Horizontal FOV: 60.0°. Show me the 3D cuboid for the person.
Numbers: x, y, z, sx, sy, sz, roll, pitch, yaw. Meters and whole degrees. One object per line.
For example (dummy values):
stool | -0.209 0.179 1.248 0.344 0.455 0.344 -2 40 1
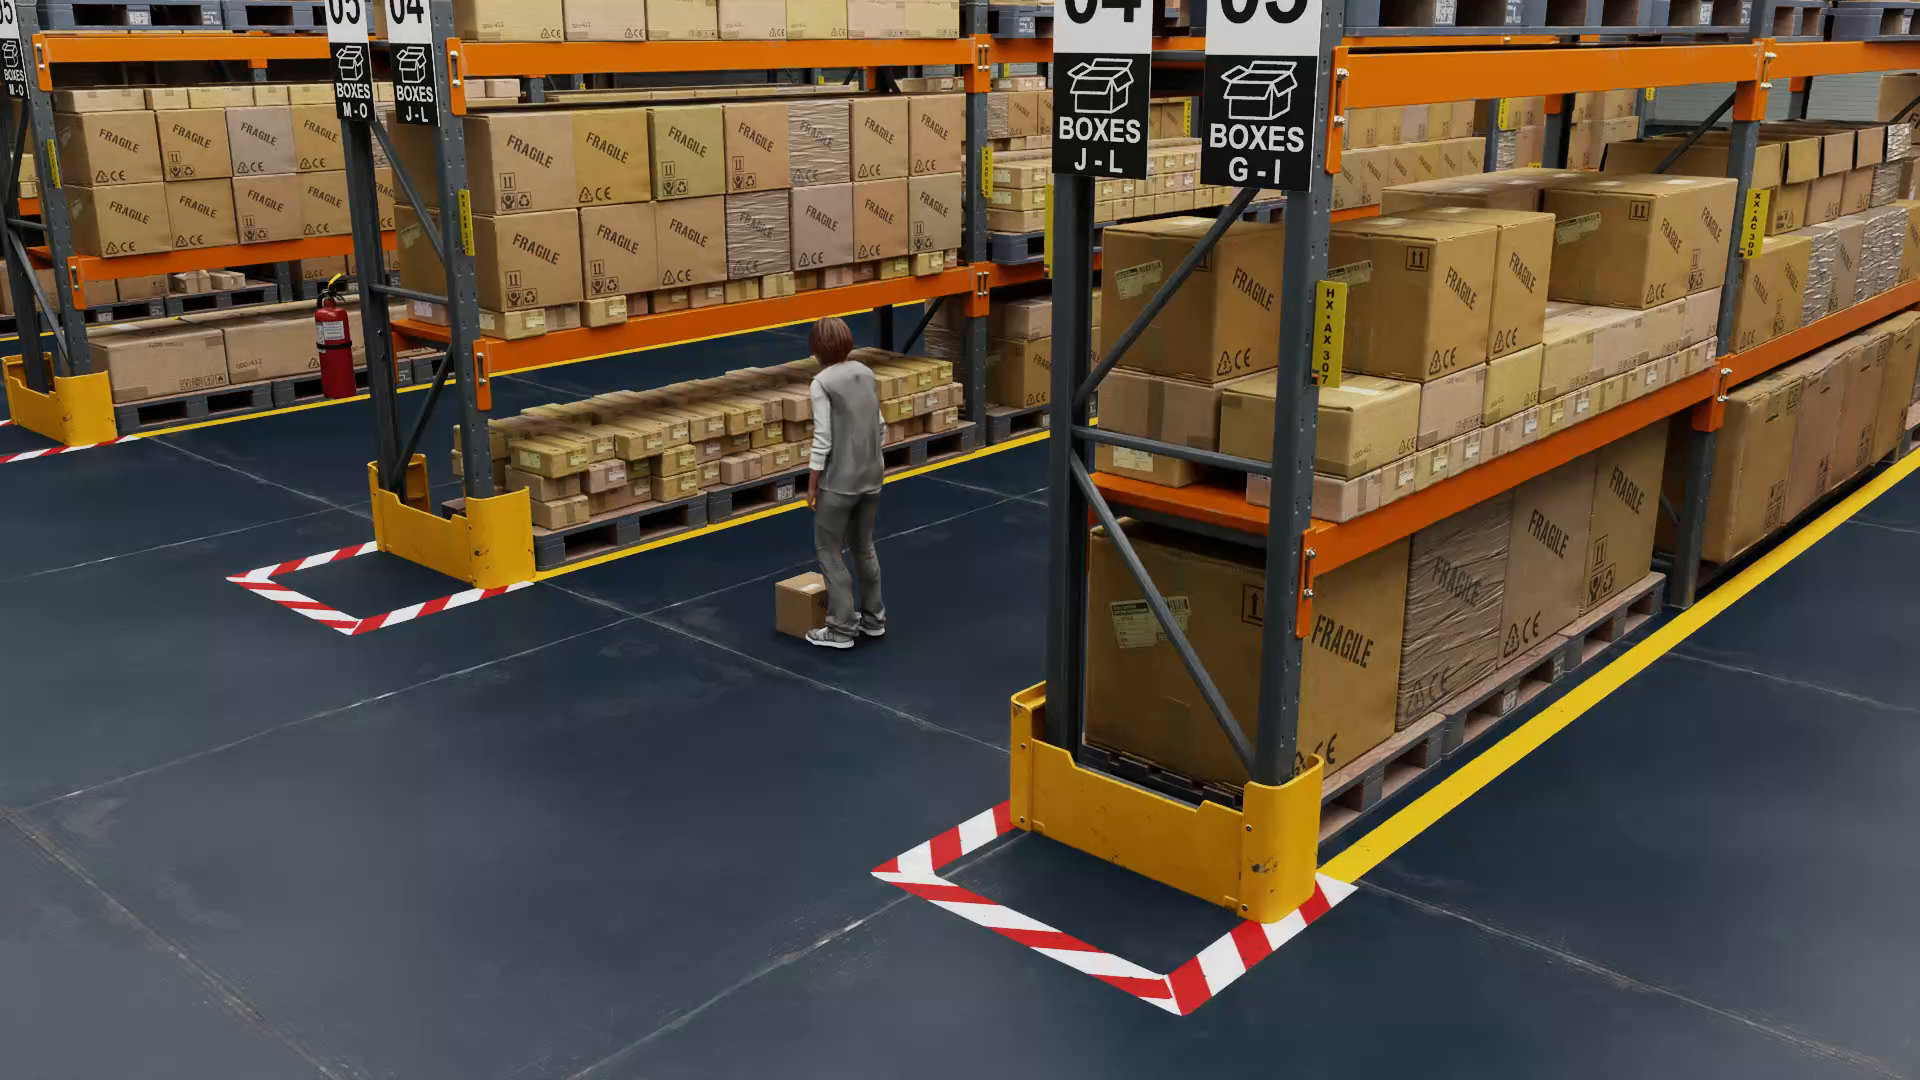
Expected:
person | -0.550 -0.152 7.963 0.323 1.352 0.459 15 22 39
